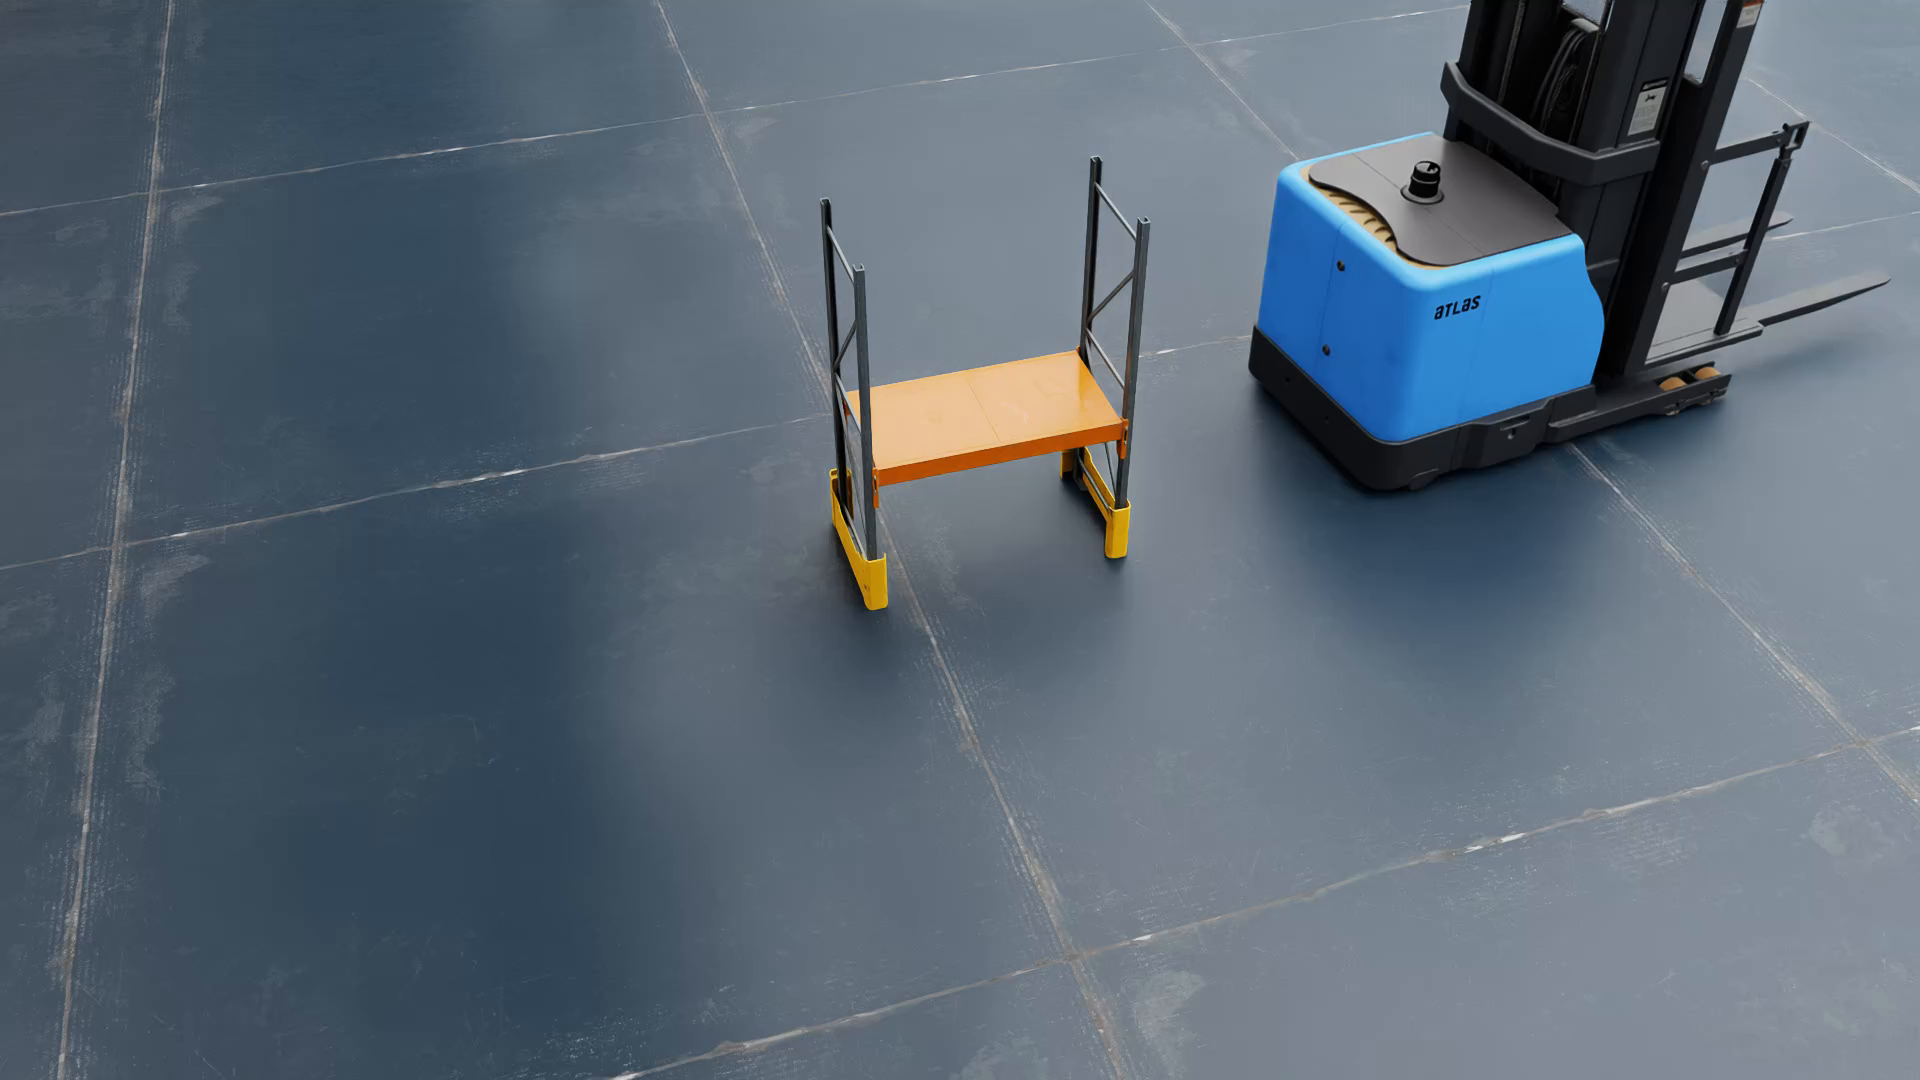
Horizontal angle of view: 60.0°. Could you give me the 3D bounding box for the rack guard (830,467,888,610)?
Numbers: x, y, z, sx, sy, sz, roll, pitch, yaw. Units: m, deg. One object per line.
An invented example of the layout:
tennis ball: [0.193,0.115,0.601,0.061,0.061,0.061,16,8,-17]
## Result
rack guard: [-0.402,-0.011,6.572,0.087,0.250,0.587,-12,42,-13]

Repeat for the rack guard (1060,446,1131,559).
rack guard: [0.548,-0.208,6.798,0.087,0.250,0.587,-12,42,-13]

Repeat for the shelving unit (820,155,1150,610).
shelving unit: [0.073,-0.580,6.274,1.083,1.500,0.587,-12,42,-13]

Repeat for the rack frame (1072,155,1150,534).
rack frame: [0.566,-0.682,6.391,0.032,1.500,0.500,-12,42,-13]

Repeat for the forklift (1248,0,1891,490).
forklift: [2.867,-1.958,6.763,3.031,2.935,1.130,-17,44,-18]

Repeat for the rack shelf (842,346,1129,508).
rack shelf: [0.081,-0.446,6.394,1.000,0.185,0.538,-12,42,-13]

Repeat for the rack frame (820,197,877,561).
rack frame: [-0.404,-0.481,6.161,0.032,1.500,0.500,-12,42,-13]
